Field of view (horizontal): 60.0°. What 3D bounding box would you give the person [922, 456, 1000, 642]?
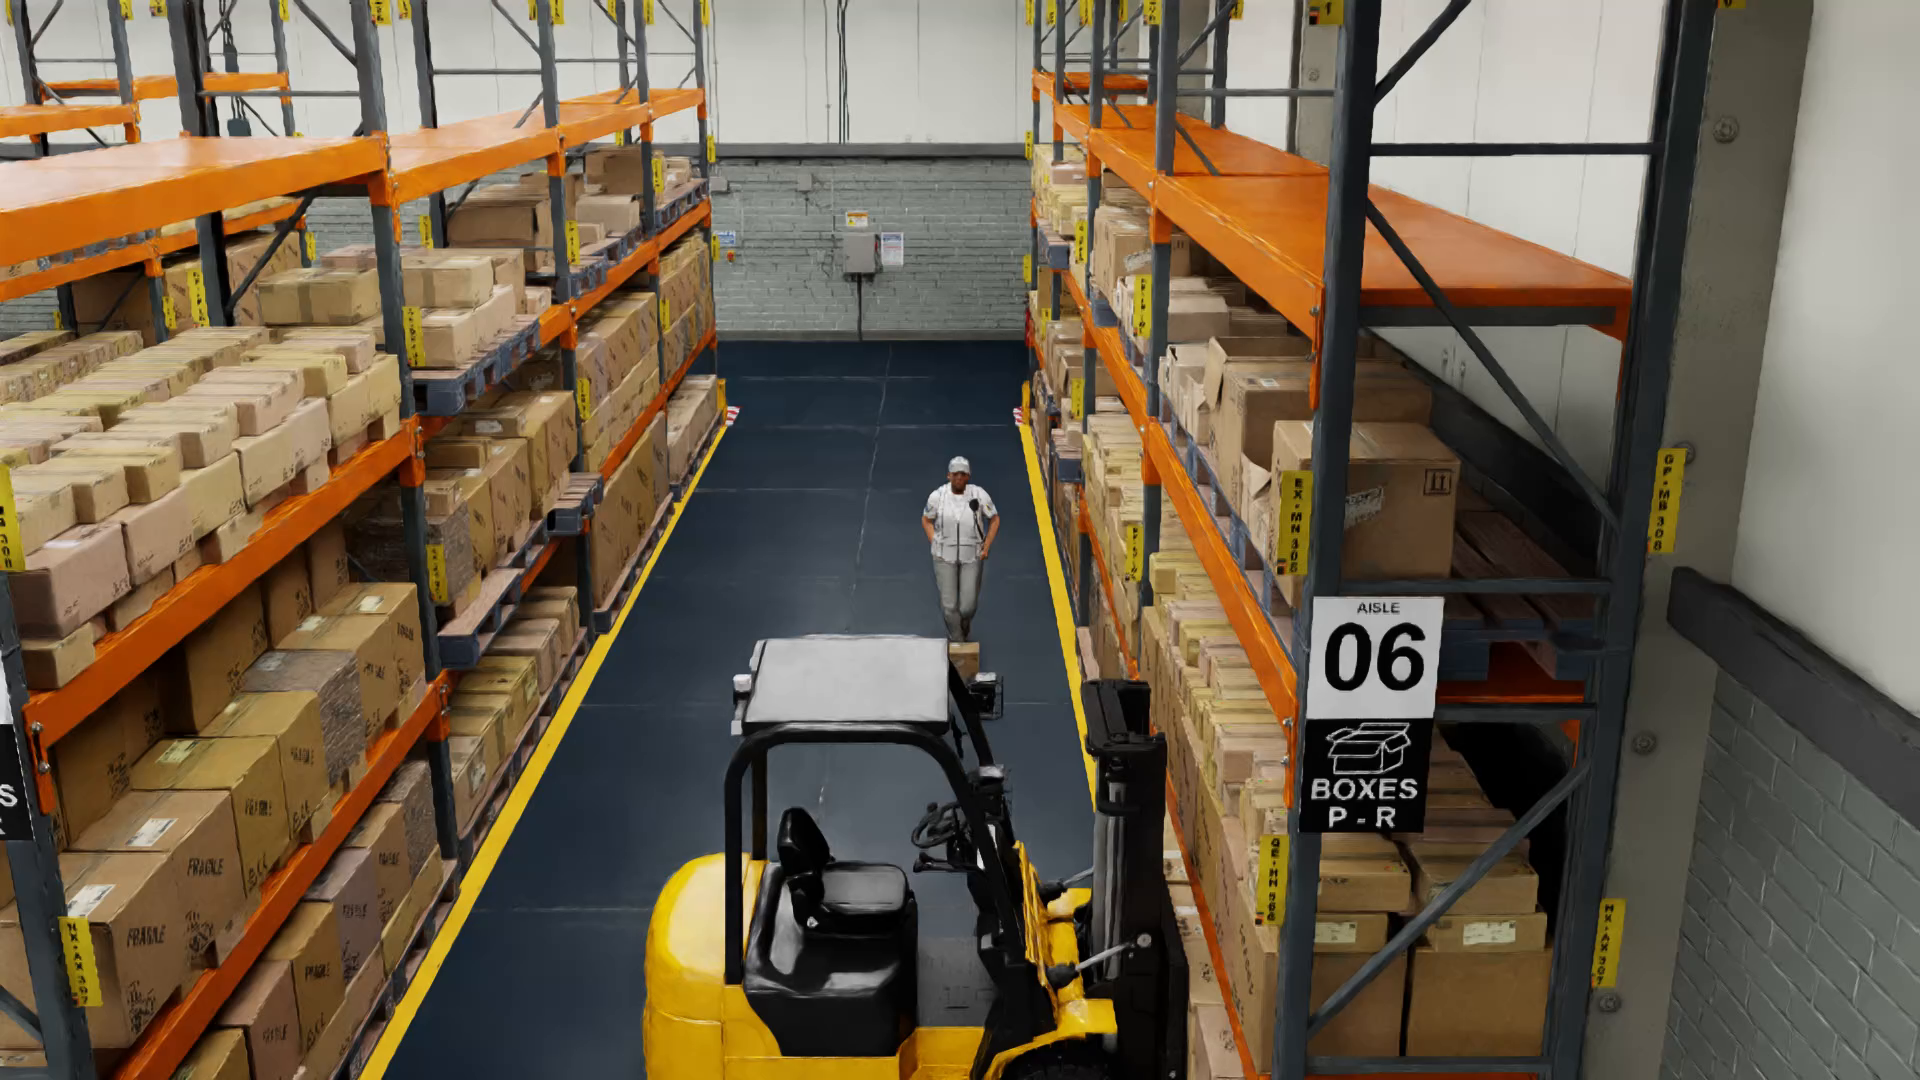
[{"bbox_3d":[0.002,0.127,13.179,0.622,1.631,0.583,1,17,3],"label":"person"}]
